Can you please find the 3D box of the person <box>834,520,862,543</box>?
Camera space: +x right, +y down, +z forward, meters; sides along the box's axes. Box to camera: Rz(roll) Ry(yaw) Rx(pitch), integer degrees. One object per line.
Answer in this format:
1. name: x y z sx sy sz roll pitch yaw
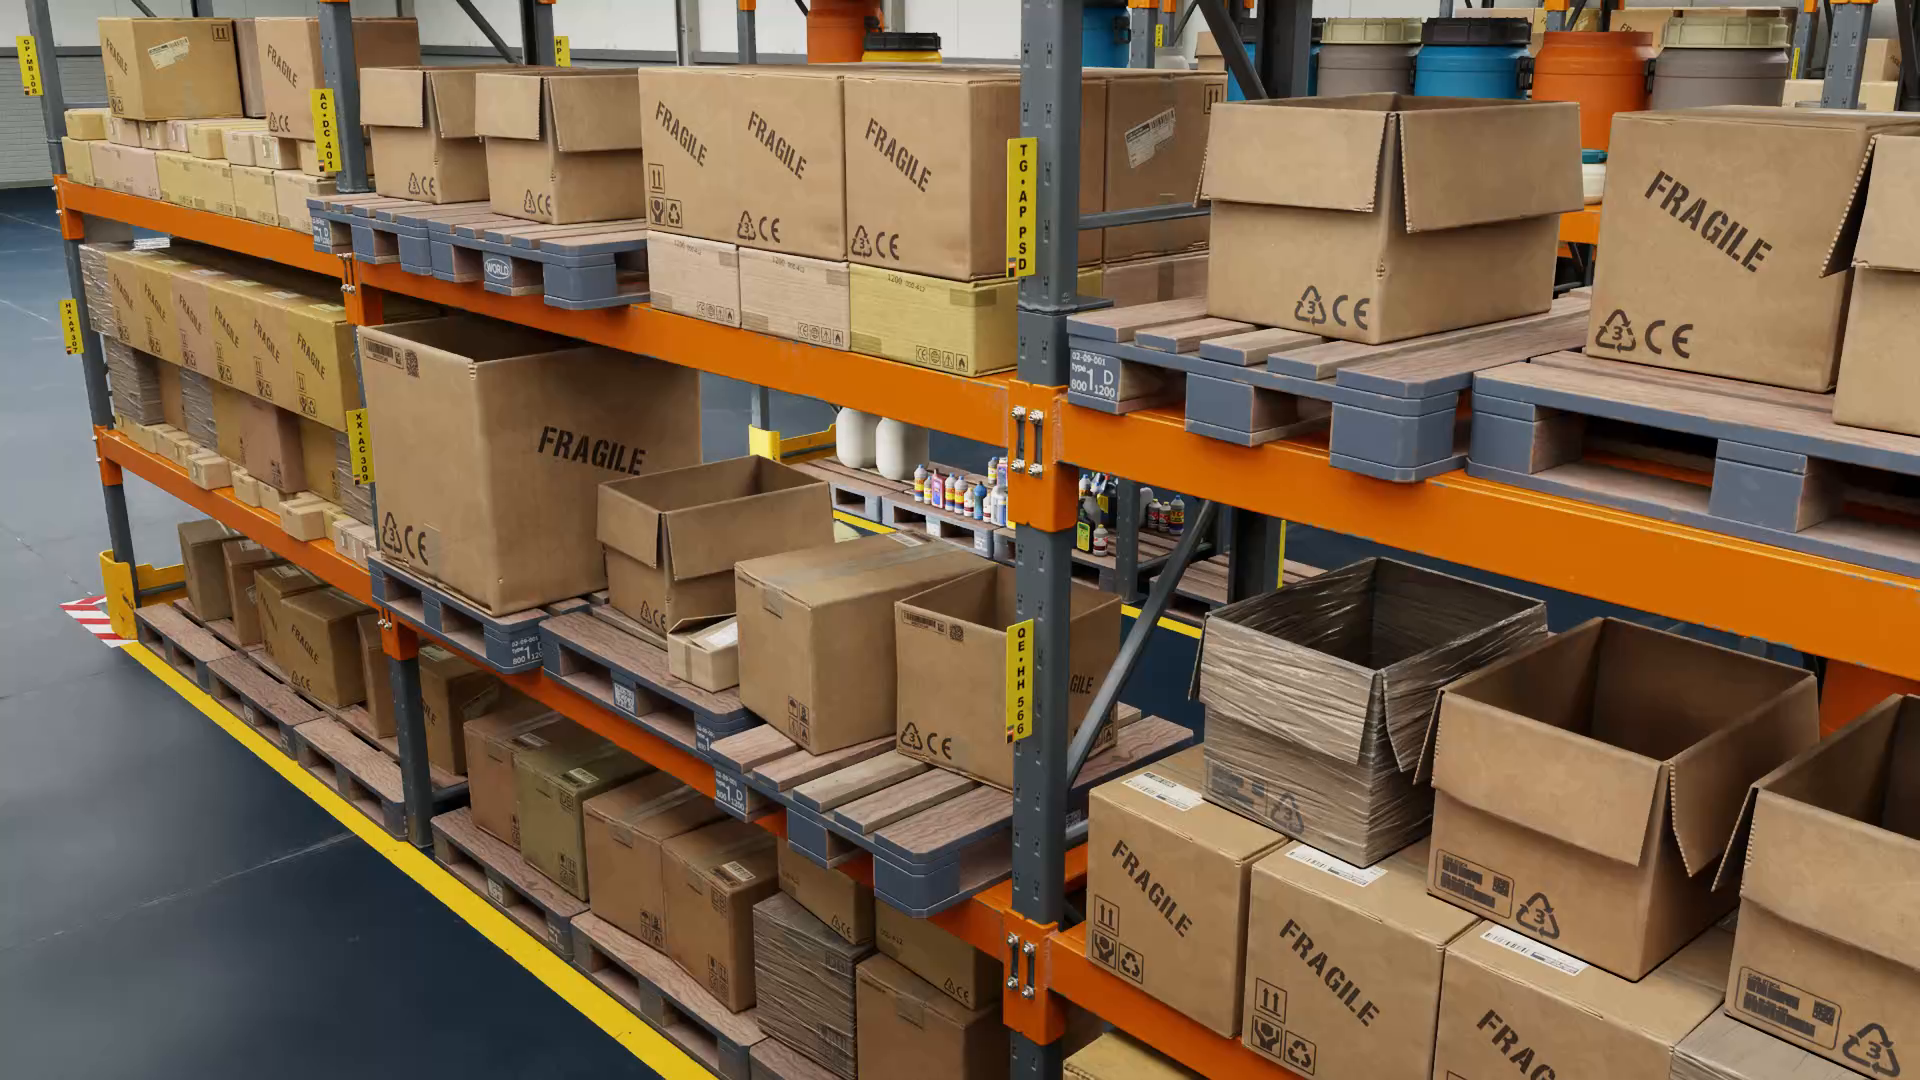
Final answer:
1. person: -0.835 0.266 9.941 0.852 0.937 0.472 16 24 42
